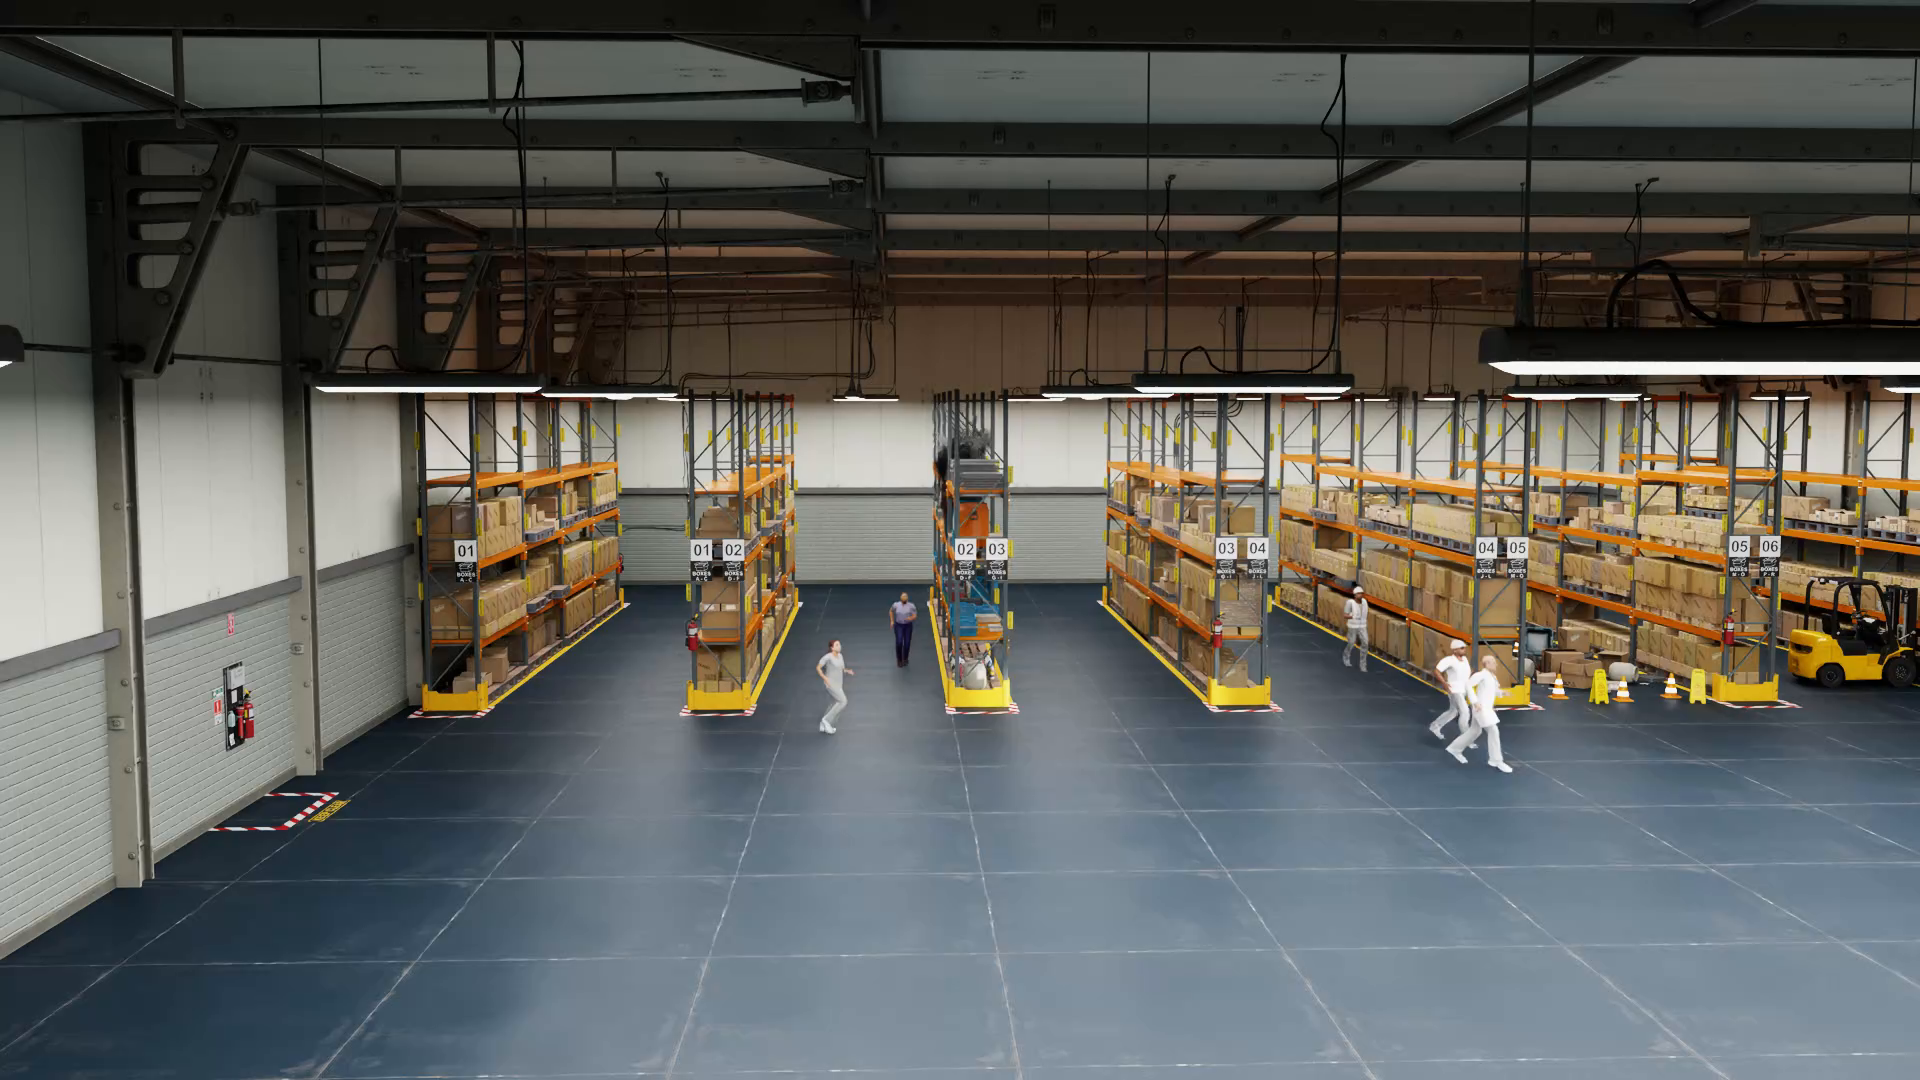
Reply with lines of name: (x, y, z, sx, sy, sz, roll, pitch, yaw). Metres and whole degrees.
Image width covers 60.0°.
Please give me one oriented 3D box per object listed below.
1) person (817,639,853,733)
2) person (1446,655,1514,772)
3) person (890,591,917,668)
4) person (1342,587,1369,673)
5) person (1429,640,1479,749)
person: (-2.155, 2.532, 28.958, 0.624, 1.637, 0.544, 2, 5, 27)
person: (8.185, 2.702, 26.172, 1.025, 1.805, 0.649, 2, 5, 24)
person: (-1.224, 1.958, 36.245, 0.569, 1.687, 0.775, -1, 5, -8)
person: (8.538, 1.917, 35.829, 0.619, 1.832, 0.862, -1, 5, -11)
person: (8.343, 2.556, 27.964, 0.912, 1.790, 0.677, 4, 6, 41)
